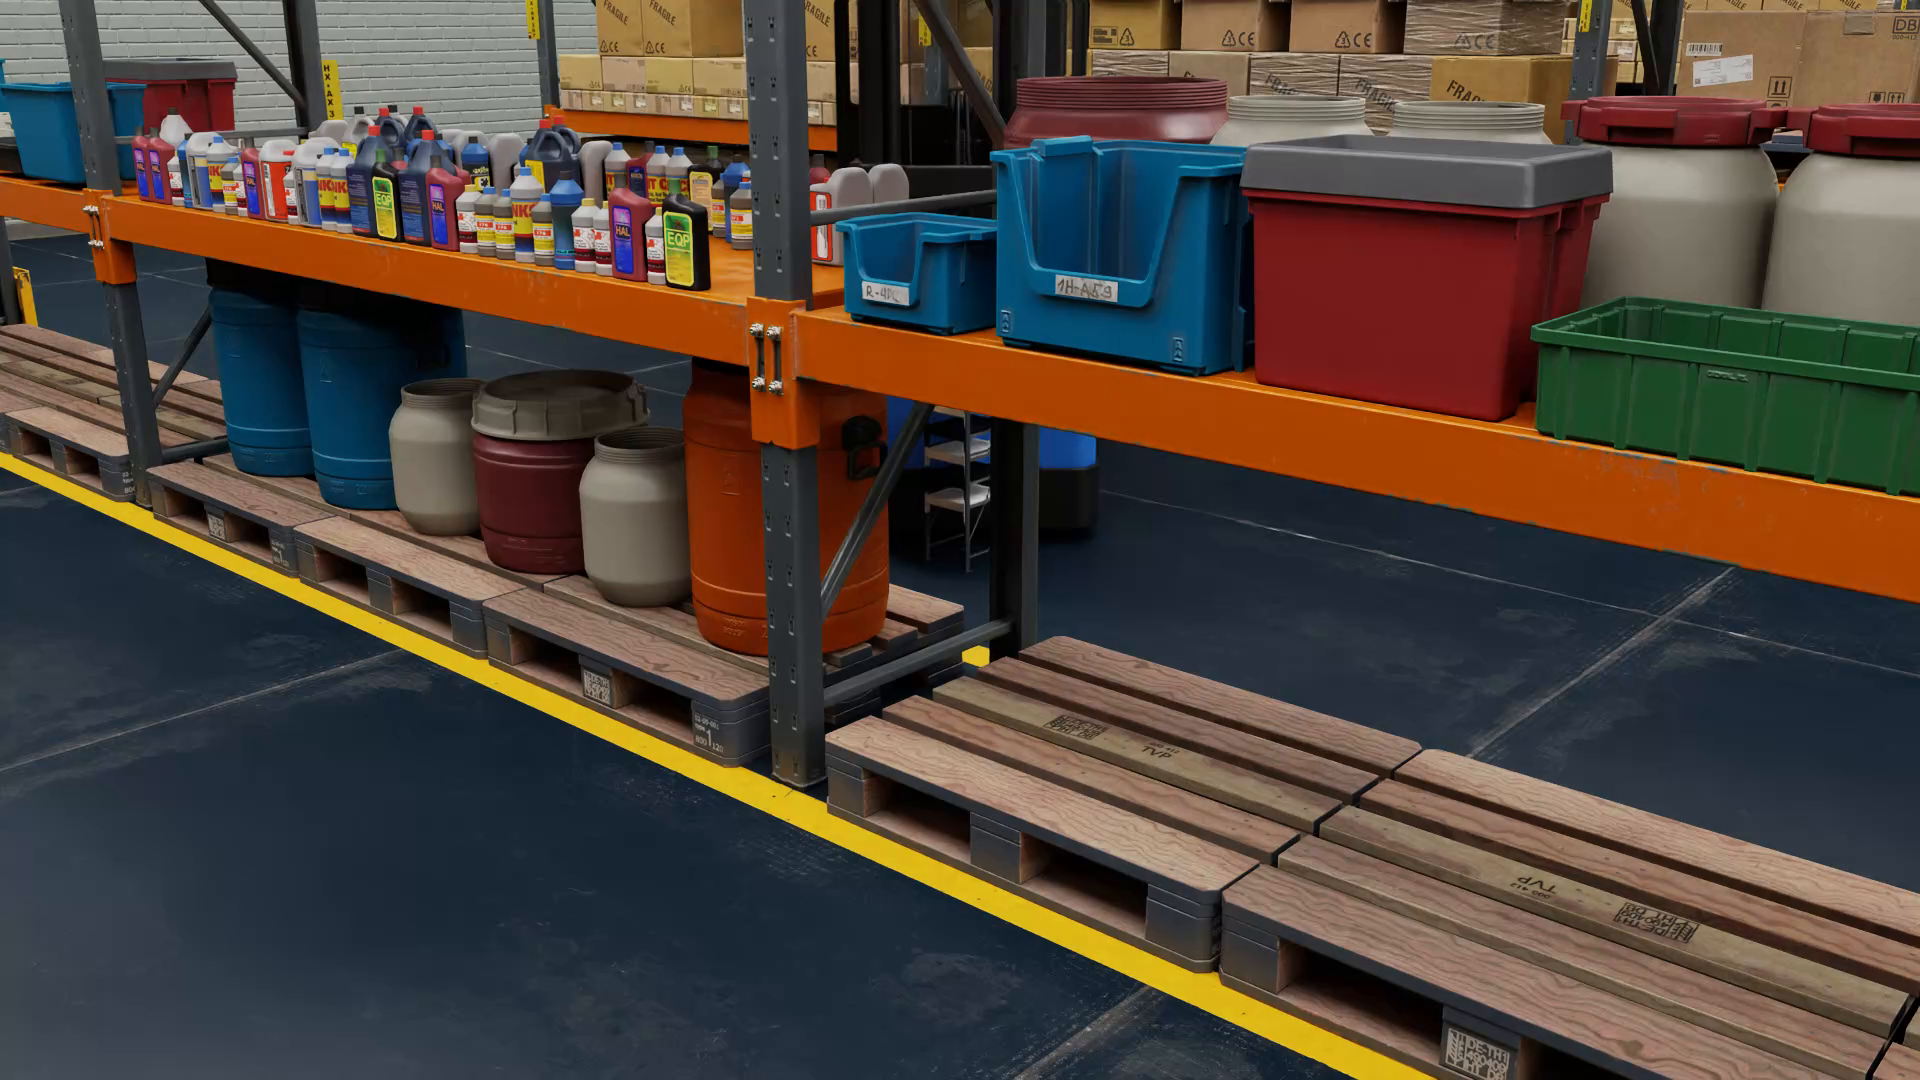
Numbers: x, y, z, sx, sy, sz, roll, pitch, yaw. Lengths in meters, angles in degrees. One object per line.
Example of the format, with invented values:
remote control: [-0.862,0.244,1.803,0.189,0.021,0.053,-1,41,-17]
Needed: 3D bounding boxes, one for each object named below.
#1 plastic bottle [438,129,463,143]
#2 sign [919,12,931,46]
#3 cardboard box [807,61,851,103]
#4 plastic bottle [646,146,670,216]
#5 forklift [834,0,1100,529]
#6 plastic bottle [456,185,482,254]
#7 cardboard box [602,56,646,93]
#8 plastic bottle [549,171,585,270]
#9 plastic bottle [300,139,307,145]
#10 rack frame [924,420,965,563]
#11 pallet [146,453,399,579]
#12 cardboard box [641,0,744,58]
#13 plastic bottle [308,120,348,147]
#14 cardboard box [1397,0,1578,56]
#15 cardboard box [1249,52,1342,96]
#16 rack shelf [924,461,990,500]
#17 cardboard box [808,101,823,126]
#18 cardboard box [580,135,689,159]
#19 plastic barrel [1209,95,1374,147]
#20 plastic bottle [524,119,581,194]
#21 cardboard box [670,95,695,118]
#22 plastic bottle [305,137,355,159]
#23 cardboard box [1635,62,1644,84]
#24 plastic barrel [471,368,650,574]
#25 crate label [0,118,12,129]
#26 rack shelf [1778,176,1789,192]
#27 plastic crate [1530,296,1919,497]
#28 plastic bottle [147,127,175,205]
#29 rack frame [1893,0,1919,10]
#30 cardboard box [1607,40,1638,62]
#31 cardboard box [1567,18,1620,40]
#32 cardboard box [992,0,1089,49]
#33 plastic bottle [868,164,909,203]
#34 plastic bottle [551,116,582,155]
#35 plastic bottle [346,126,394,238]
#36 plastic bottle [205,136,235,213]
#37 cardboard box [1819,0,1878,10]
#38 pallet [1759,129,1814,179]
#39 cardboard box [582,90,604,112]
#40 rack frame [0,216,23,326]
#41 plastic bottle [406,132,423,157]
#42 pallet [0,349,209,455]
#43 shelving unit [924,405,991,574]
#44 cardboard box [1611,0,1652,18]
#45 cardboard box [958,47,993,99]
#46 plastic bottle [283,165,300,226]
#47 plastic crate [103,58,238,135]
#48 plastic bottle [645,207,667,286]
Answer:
plastic bottle: [-1.969,-1.440,6.394,0.135,0.276,0.152,15,23,39]
sign: [-0.209,-3.124,9.936,0.005,0.325,0.100,15,23,39]
cardboard box: [-0.734,-3.003,10.871,0.500,0.250,0.500,16,24,41]
plastic bottle: [-1.006,-1.190,5.615,0.097,0.271,0.097,0,18,0]
forklift: [-0.001,-1.830,7.534,1.130,2.935,3.031,0,18,-1]
plastic bottle: [-1.479,-0.977,5.059,0.097,0.201,0.097,0,18,0]
cardboard box: [-2.260,-3.413,12.163,0.500,0.250,0.500,15,23,39]
plastic bottle: [-1.115,-0.912,4.740,0.097,0.271,0.097,0,18,0]
plastic bottle: [-2.689,-1.547,6.855,0.097,0.201,0.097,0,18,0]
rack frame: [-0.051,-0.370,6.290,0.006,0.900,0.240,15,23,40]
pallet: [-2.580,-0.186,6.848,1.213,0.211,1.003,15,23,39]
cardboard box: [-1.888,-3.670,11.734,0.500,0.500,0.500,14,23,38]
plastic bottle: [-2.620,-1.614,6.944,0.135,0.276,0.152,15,23,39]
cardboard box: [2.614,-2.673,8.252,0.637,0.503,0.797,16,24,41]
cardboard box: [1.857,-2.292,8.711,0.500,0.500,0.500,14,22,38]
rack shelf: [0.025,-0.232,6.262,0.200,0.077,0.258,15,23,40]
cardboard box: [-0.864,-2.822,10.961,0.250,0.149,0.380,16,23,40]
cardboard box: [-2.301,-2.680,12.916,0.875,0.875,0.875,15,23,39]
plastic barrel: [0.774,-0.771,3.898,0.421,0.512,0.421,0,18,0]
plastic bottle: [-1.401,-1.263,5.713,0.185,0.351,0.144,15,23,39]
cardboard box: [-1.823,-3.080,11.772,0.250,0.149,0.380,15,23,39]
plastic bottle: [-2.242,-1.290,5.921,0.135,0.276,0.152,15,23,39]
cardboard box: [5.081,-3.381,12.026,0.250,0.149,0.380,14,22,37]
plastic barrel: [-1.359,-0.248,5.727,0.708,0.588,0.600,15,23,39]
crate label: [-4.959,-2.151,8.767,0.243,0.136,0.396,15,23,39]
rack shelf: [4.646,-1.252,6.788,4.000,0.370,1.077,15,23,39]
plastic crate: [1.365,-0.258,2.816,0.662,0.188,0.450,15,23,39]
plastic bottle: [-3.038,-1.427,6.342,0.133,0.283,0.061,15,23,39]
rack frame: [6.518,-3.099,11.417,0.127,3.000,1.000,15,23,39]
cardboard box: [4.880,-3.576,12.149,0.250,0.149,0.380,16,23,41]
cardboard box: [4.688,-3.770,12.269,0.250,0.149,0.380,16,24,41]
cardboard box: [0.642,-3.199,9.910,0.637,0.503,0.797,14,23,38]
plastic bottle: [-0.246,-0.977,4.937,0.135,0.276,0.152,15,23,39]
plastic bottle: [-1.400,-1.324,5.907,0.185,0.351,0.144,15,23,39]
plastic bottle: [-1.907,-1.172,5.428,0.185,0.351,0.144,15,23,39]
plastic bottle: [-2.693,-1.336,6.075,0.097,0.271,0.097,0,18,0]
cardboard box: [8.412,-5.010,15.622,0.500,0.500,0.500,15,23,39]
pallet: [3.754,-1.786,7.599,1.003,0.211,1.213,15,23,39]
cardboard box: [-2.594,-3.286,12.423,0.250,0.149,0.380,15,23,38]
rack frame: [-6.121,-2.482,9.475,0.127,3.000,1.000,15,23,39]
plastic bottle: [-2.038,-1.405,6.294,0.097,0.271,0.097,0,18,0]
pallet: [-4.621,-0.734,8.576,1.213,0.211,1.003,15,23,39]
shelving unit: [0.025,-0.349,6.225,0.210,0.900,0.258,15,23,40]
cardboard box: [6.875,-5.413,16.891,0.500,0.500,0.500,15,23,40]
cardboard box: [0.337,-2.699,9.991,0.500,0.500,0.500,15,23,39]
plastic bottle: [-2.275,-1.190,5.731,0.097,0.201,0.097,0,18,0]
plastic crate: [-3.630,-1.974,7.669,0.583,0.464,0.402,15,23,39]
plastic bottle: [-0.797,-0.793,4.482,0.097,0.201,0.097,0,18,0]
